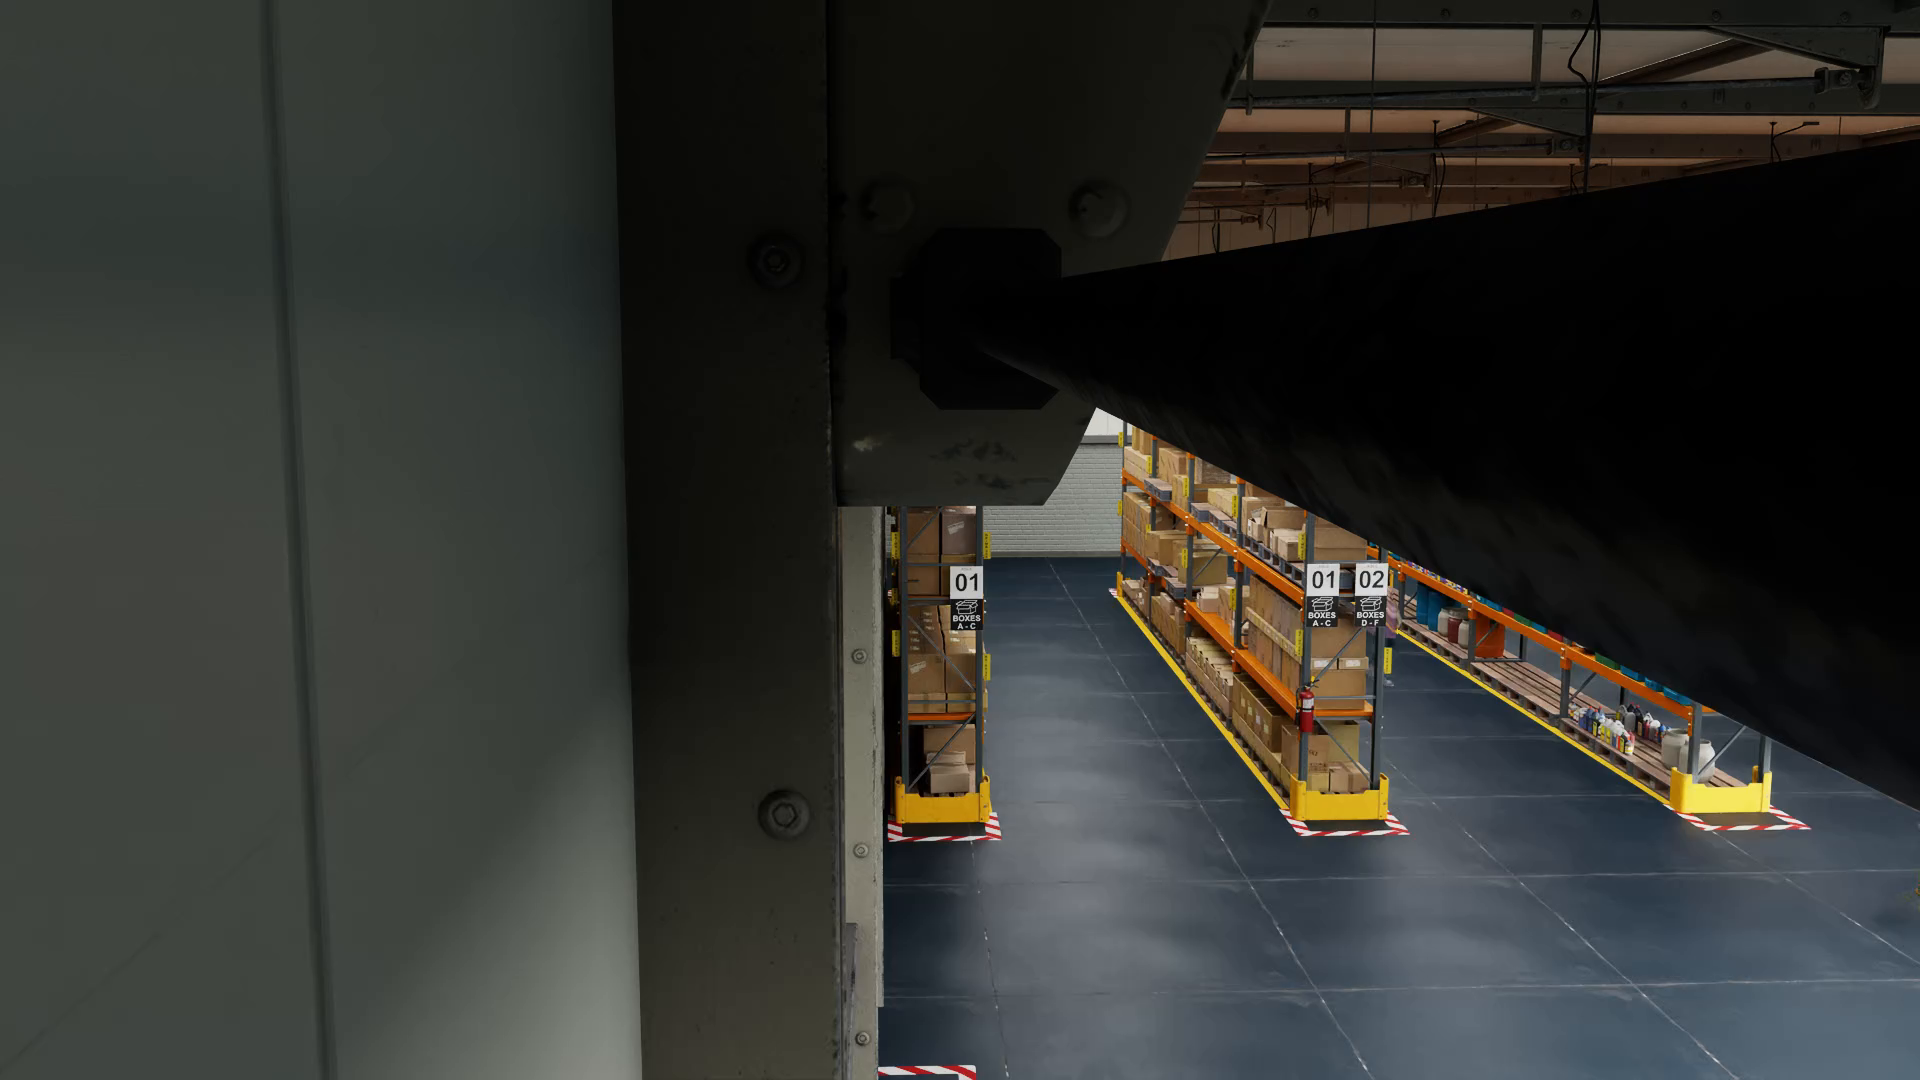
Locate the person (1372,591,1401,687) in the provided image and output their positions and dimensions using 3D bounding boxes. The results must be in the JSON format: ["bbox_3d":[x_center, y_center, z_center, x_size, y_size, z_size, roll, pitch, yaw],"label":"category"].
[{"bbox_3d":[7.136,1.633,27.952,0.548,1.567,0.805,-1,8,-10],"label":"person"}]
